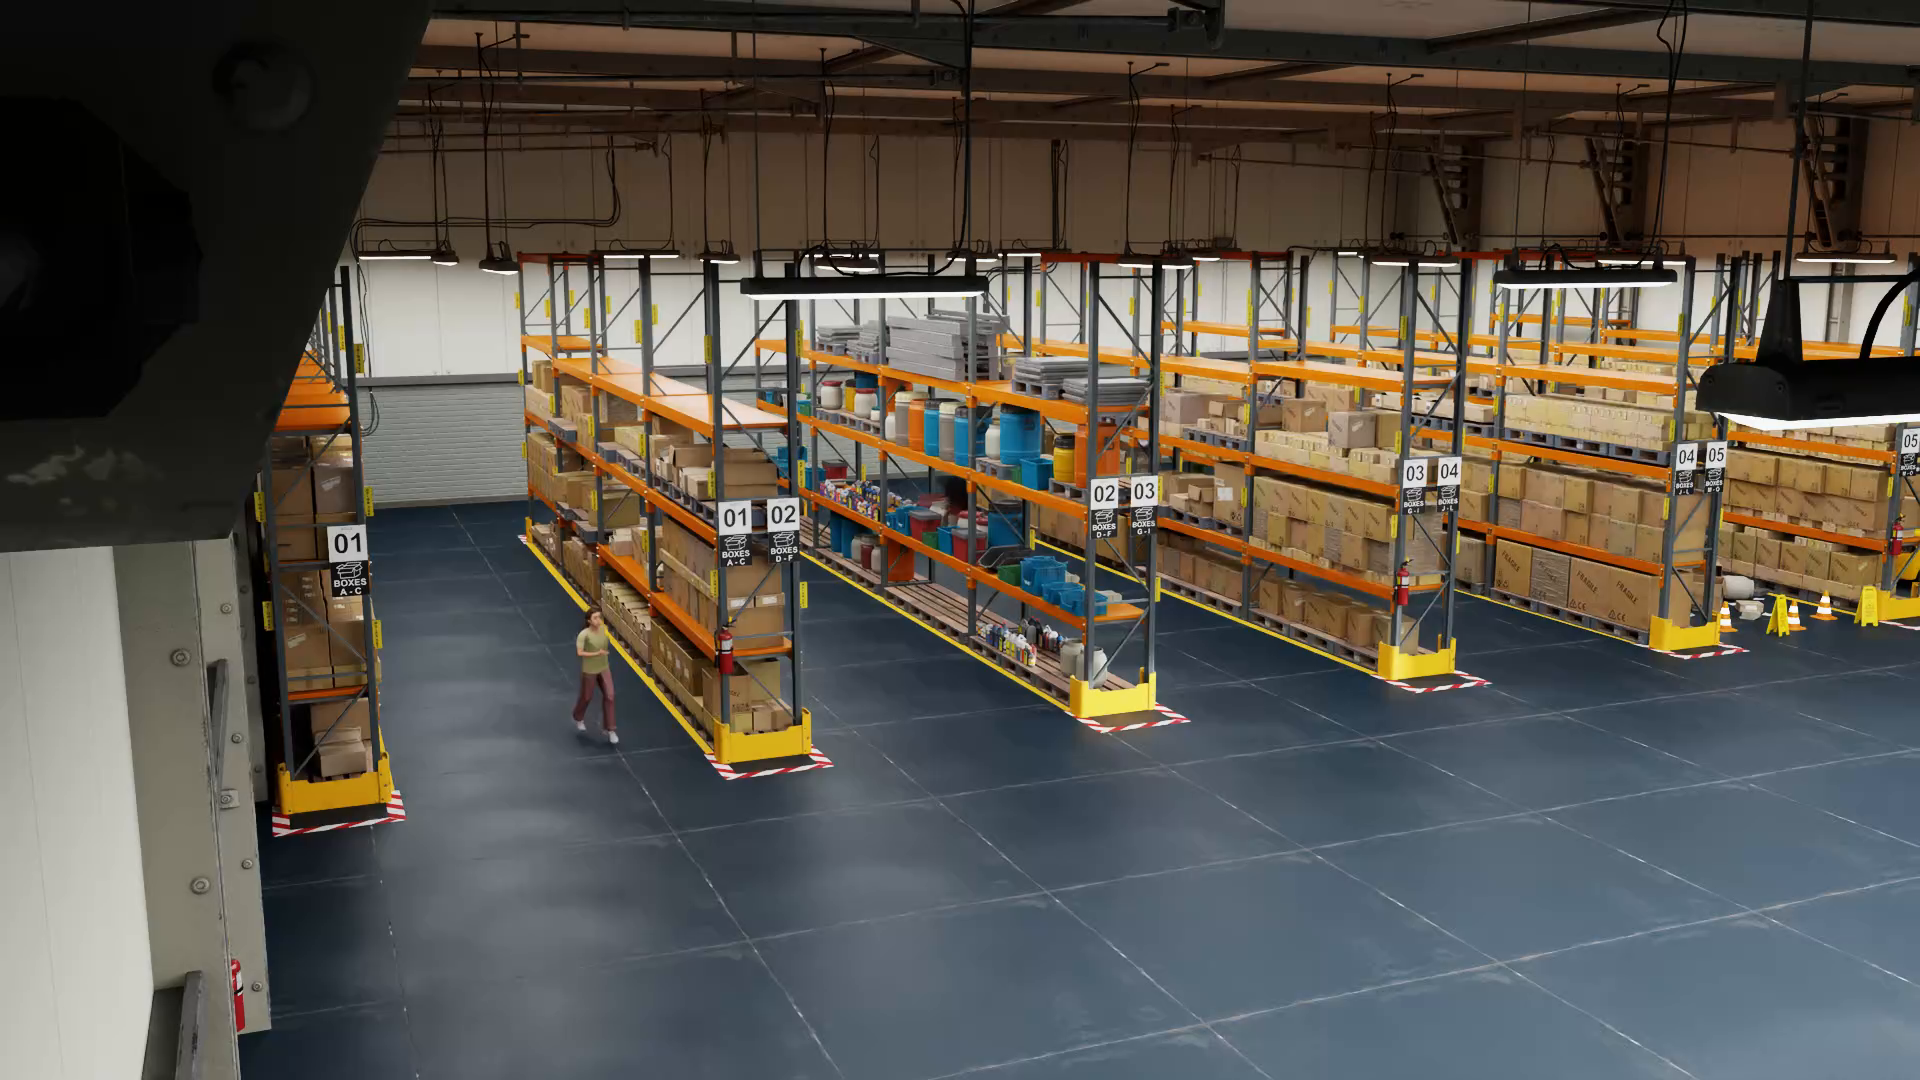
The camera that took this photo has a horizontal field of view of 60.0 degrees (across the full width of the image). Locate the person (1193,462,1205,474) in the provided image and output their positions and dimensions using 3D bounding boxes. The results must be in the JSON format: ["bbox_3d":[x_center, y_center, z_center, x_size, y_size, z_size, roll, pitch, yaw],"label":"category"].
[{"bbox_3d":[6.010,-2.092,41.693,0.535,1.724,0.709,6,12,32],"label":"person"}]

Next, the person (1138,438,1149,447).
[{"bbox_3d":[4.539,-1.930,41.270,0.685,1.647,0.645,-9,14,-40],"label":"person"}]

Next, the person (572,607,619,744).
[{"bbox_3d":[-4.656,1.680,21.100,0.553,1.697,0.909,-10,14,-43],"label":"person"}]
